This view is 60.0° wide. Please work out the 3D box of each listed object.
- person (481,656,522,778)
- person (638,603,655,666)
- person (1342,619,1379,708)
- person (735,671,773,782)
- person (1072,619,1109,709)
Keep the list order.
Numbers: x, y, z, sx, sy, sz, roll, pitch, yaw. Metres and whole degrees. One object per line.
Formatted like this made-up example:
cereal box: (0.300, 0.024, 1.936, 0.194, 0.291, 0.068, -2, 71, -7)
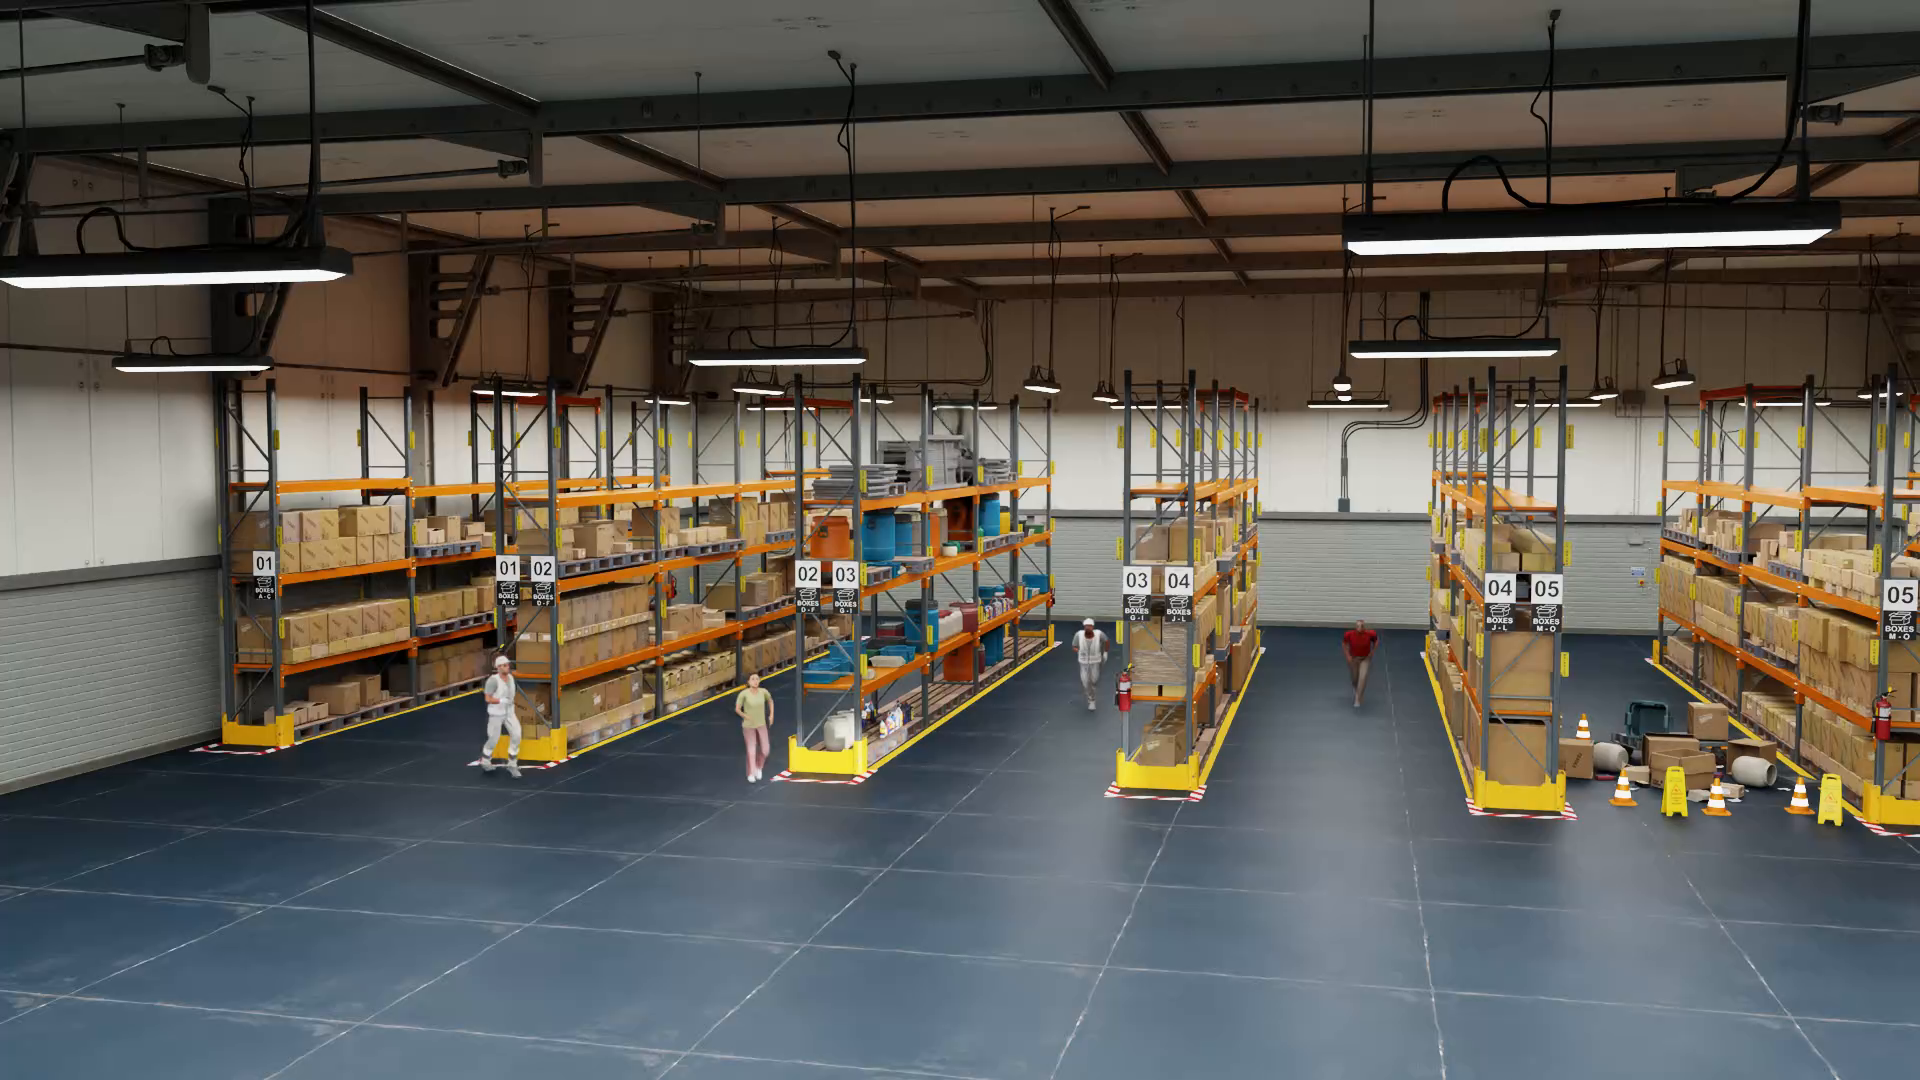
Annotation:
person: (-6.828, 2.629, 24.725, 0.835, 1.831, 0.589, 3, 5, 40)
person: (-6.851, 1.983, 36.126, 0.702, 1.734, 1.025, 1, 4, 14)
person: (7.588, 2.310, 31.555, 0.674, 1.691, 0.952, 1, 3, 10)
person: (-2.966, 2.732, 24.211, 0.616, 1.610, 0.552, -1, 4, -24)
person: (2.423, 2.304, 30.939, 0.673, 1.719, 0.720, 1, 3, 11)
